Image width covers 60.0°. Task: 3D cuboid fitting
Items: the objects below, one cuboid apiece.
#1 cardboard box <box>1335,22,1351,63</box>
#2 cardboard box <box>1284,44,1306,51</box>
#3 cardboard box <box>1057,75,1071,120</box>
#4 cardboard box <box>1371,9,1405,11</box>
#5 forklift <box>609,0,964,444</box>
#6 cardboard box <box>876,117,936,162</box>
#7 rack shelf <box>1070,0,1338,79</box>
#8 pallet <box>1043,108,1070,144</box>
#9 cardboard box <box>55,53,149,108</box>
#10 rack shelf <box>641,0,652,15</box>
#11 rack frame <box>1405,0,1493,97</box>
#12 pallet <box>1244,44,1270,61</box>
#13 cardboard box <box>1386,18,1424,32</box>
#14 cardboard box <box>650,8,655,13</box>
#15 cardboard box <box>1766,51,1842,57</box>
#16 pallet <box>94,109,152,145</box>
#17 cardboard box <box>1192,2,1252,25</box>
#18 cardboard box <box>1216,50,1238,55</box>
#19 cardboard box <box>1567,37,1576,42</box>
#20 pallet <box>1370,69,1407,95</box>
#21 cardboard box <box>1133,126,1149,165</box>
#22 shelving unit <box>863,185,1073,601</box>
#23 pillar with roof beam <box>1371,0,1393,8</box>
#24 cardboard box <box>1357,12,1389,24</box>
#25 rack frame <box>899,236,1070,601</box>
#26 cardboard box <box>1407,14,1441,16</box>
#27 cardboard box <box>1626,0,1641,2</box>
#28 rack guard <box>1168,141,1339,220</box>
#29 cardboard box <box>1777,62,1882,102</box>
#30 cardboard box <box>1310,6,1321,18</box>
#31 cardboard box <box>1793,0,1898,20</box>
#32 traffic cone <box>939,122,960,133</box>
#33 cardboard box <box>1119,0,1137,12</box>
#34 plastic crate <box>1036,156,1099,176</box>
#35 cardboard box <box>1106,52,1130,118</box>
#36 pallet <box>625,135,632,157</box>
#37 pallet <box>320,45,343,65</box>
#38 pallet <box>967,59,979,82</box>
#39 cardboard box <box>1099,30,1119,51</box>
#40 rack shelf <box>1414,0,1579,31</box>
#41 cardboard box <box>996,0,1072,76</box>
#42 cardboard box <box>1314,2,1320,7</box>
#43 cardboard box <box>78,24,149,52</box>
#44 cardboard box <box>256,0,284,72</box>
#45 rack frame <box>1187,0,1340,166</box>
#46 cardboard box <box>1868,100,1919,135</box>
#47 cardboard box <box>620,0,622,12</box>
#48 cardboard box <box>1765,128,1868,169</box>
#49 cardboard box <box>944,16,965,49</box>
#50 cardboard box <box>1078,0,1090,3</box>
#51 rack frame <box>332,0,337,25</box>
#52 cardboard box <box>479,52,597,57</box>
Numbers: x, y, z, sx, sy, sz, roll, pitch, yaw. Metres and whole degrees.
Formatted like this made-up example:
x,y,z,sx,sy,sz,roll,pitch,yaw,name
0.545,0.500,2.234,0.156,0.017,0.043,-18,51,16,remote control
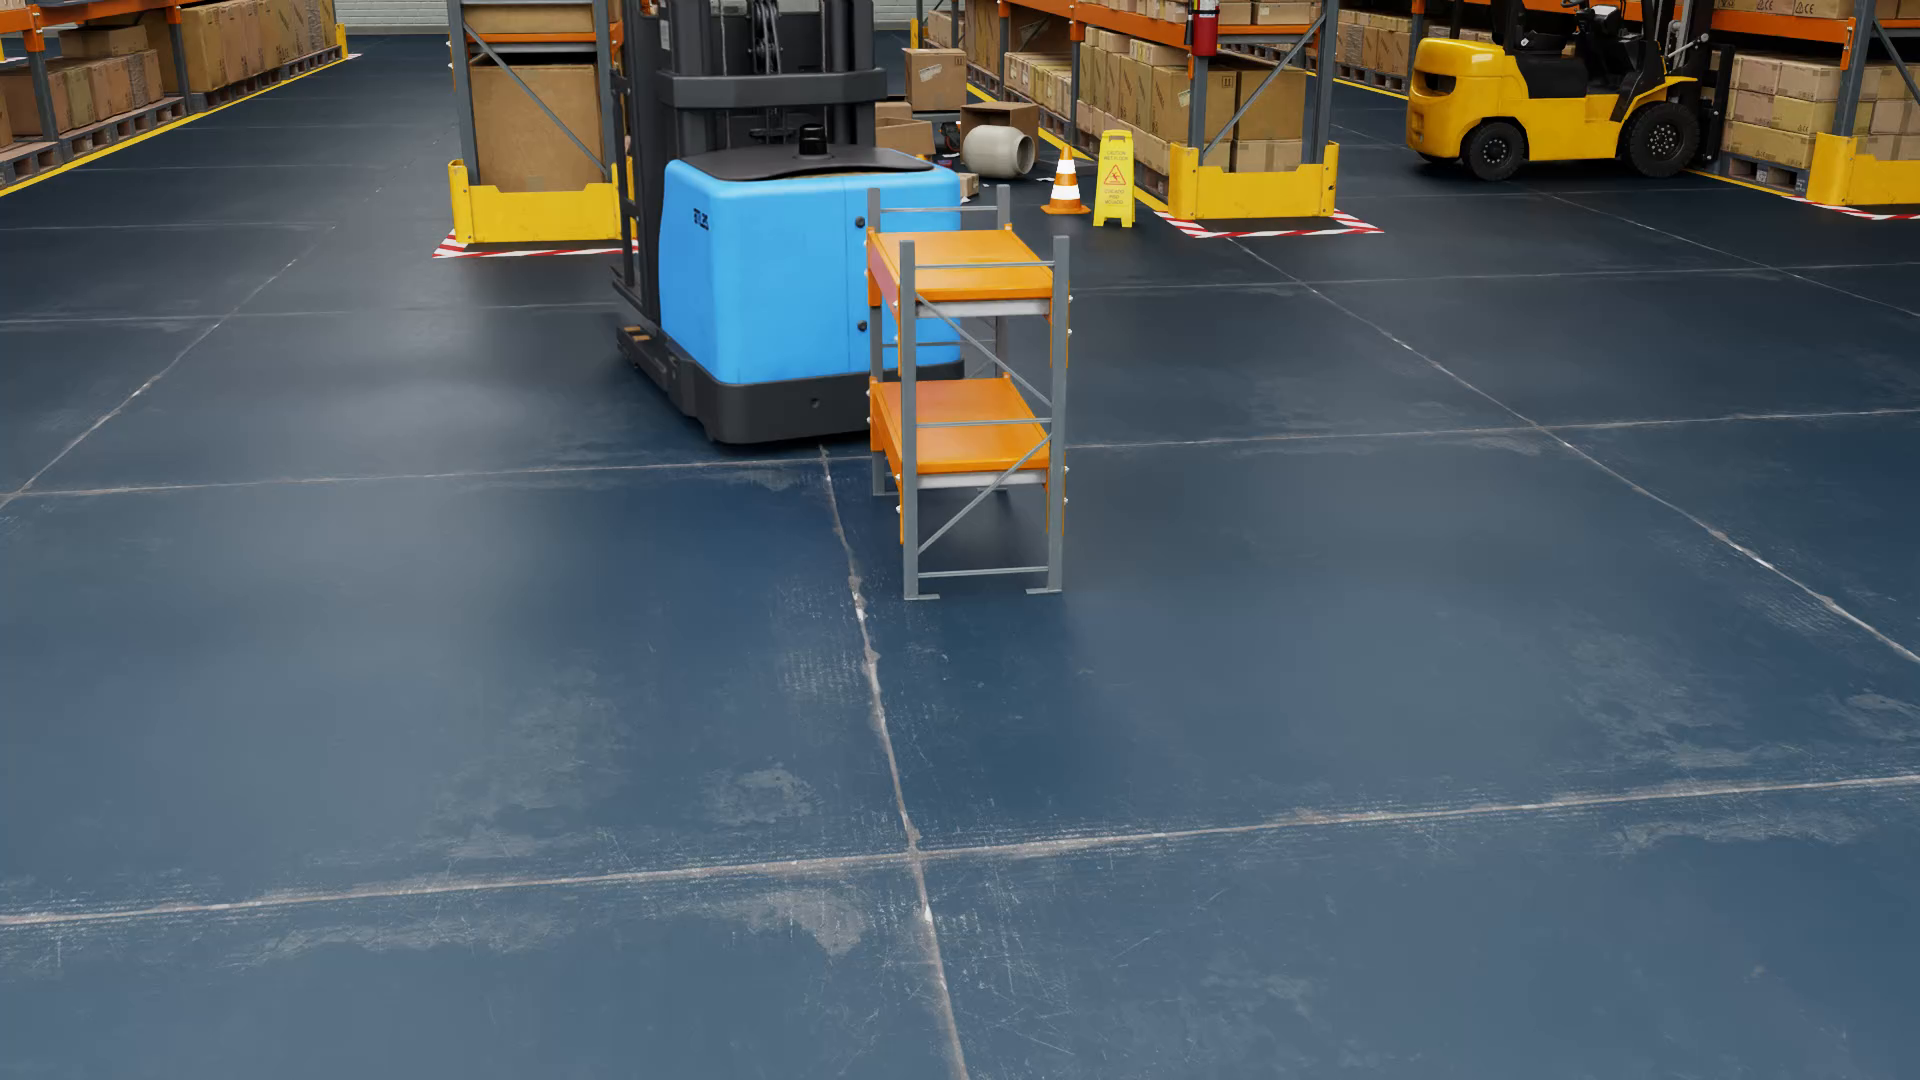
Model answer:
x,y,z,sx,sy,sz,roll,pitch,yaw,name
5.295,-6.633,22.161,0.500,0.500,0.500,-4,21,-9,cardboard box
4.923,-7.182,24.134,0.380,0.149,0.250,-4,21,-9,cardboard box
1.458,-4.269,16.014,0.950,0.372,0.625,-3,21,-7,cardboard box
5.782,-7.098,22.479,0.380,0.149,0.250,-4,21,-10,cardboard box
-1.015,-2.228,7.494,1.130,2.935,3.031,-8,22,-21,forklift
-0.646,-3.048,13.157,0.637,0.503,0.797,17,27,39,cardboard box
1.824,-4.092,13.414,1.077,0.370,4.000,-3,21,-8,rack shelf
1.422,-4.085,16.351,1.003,0.211,1.213,-3,21,-8,pallet
-8.638,-4.620,16.741,0.700,0.500,0.500,-5,21,-12,cardboard box
-3.636,-5.192,16.360,1.077,0.370,4.000,-3,21,-8,rack shelf
5.870,-6.758,19.524,1.000,3.000,0.127,-3,21,-8,rack frame
5.017,-7.498,25.490,1.003,0.211,1.213,-3,21,-8,pallet
5.479,-6.339,20.447,0.380,0.149,0.250,-4,21,-11,cardboard box
-3.993,-6.378,20.406,0.500,0.250,0.500,-4,21,-10,cardboard box
7.005,-3.888,13.739,0.500,0.250,0.500,-3,21,-8,cardboard box
-8.564,-4.008,16.147,1.003,0.211,1.213,-3,21,-8,pallet
1.847,-3.738,11.796,0.380,0.149,0.250,-2,21,-6,cardboard box
2.036,-3.838,13.962,0.500,0.500,0.500,-2,21,-5,cardboard box
6.256,-4.907,17.360,0.875,0.625,0.625,-3,21,-8,cardboard box
5.800,-5.712,20.709,1.003,0.211,1.213,-3,21,-8,pallet
1.663,-3.091,13.036,0.500,0.250,0.500,-3,21,-8,cardboard box
-0.001,-0.529,5.526,0.538,1.125,1.048,-3,21,-8,shelving unit
1.825,-11.023,22.368,9.100,9.000,0.400,-3,21,-8,pillar with roof beam
5.400,-6.794,21.665,0.380,0.149,0.250,-3,21,-8,cardboard box
0.072,-0.353,5.054,0.500,1.125,0.032,-3,21,-8,rack frame
5.944,-6.646,21.269,0.380,0.149,0.250,-3,21,-9,cardboard box
6.344,-5.074,14.871,0.500,0.500,0.500,-3,21,-7,cardboard box
2.101,-2.592,11.942,1.175,0.500,0.348,-3,21,-8,rack guard
6.649,-3.509,12.725,0.500,0.250,0.500,-2,21,-6,cardboard box
5.082,-7.335,23.114,0.380,0.149,0.250,-2,21,-5,cardboard box
6.693,-4.192,12.511,0.500,0.500,0.500,-3,21,-9,cardboard box
-0.028,-4.292,16.546,0.336,0.463,0.334,-3,21,-8,traffic cone
1.503,-4.350,13.434,0.380,0.149,0.250,-3,21,-8,cardboard box
0.951,-3.169,14.087,0.402,0.080,0.583,-11,23,-26,plastic crate
1.515,-3.799,13.859,0.500,0.500,0.500,-2,21,-5,cardboard box
-3.316,-3.263,14.152,1.003,0.211,1.213,-3,21,-8,pallet
-9.808,-7.197,24.685,1.003,0.211,1.213,-3,21,-8,pallet
0.568,-6.322,22.341,1.003,0.211,1.213,-3,21,-8,pallet
1.388,-4.243,14.121,0.380,0.149,0.250,-2,21,-6,cardboard box
6.159,-5.729,17.796,1.077,0.370,4.000,-3,21,-8,rack shelf
0.942,-5.951,19.800,0.875,0.875,0.875,-3,21,-8,cardboard box
5.142,-7.478,23.070,0.380,0.149,0.250,-3,21,-9,cardboard box
-8.721,-5.163,17.124,0.500,0.250,0.500,-2,21,-6,cardboard box
-9.312,-6.373,20.927,1.225,0.875,0.875,-3,21,-8,cardboard box
2.112,-3.737,11.434,1.000,3.000,0.127,-3,21,-8,rack frame
7.161,-3.304,12.892,0.500,0.250,0.500,-3,21,-7,cardboard box
-3.181,-4.591,13.506,0.875,0.550,0.550,-3,21,-8,cardboard box
6.643,-3.044,12.908,0.500,0.250,0.500,-3,21,-7,cardboard box
0.269,-7.421,24.359,0.875,0.438,0.875,-4,21,-9,cardboard box
1.264,-4.879,14.851,0.380,0.149,0.250,-3,21,-8,cardboard box
-10.001,-8.777,24.928,1.000,3.000,0.127,-3,21,-8,rack frame
-3.064,-3.189,12.405,0.875,0.875,0.875,-3,21,-9,cardboard box
